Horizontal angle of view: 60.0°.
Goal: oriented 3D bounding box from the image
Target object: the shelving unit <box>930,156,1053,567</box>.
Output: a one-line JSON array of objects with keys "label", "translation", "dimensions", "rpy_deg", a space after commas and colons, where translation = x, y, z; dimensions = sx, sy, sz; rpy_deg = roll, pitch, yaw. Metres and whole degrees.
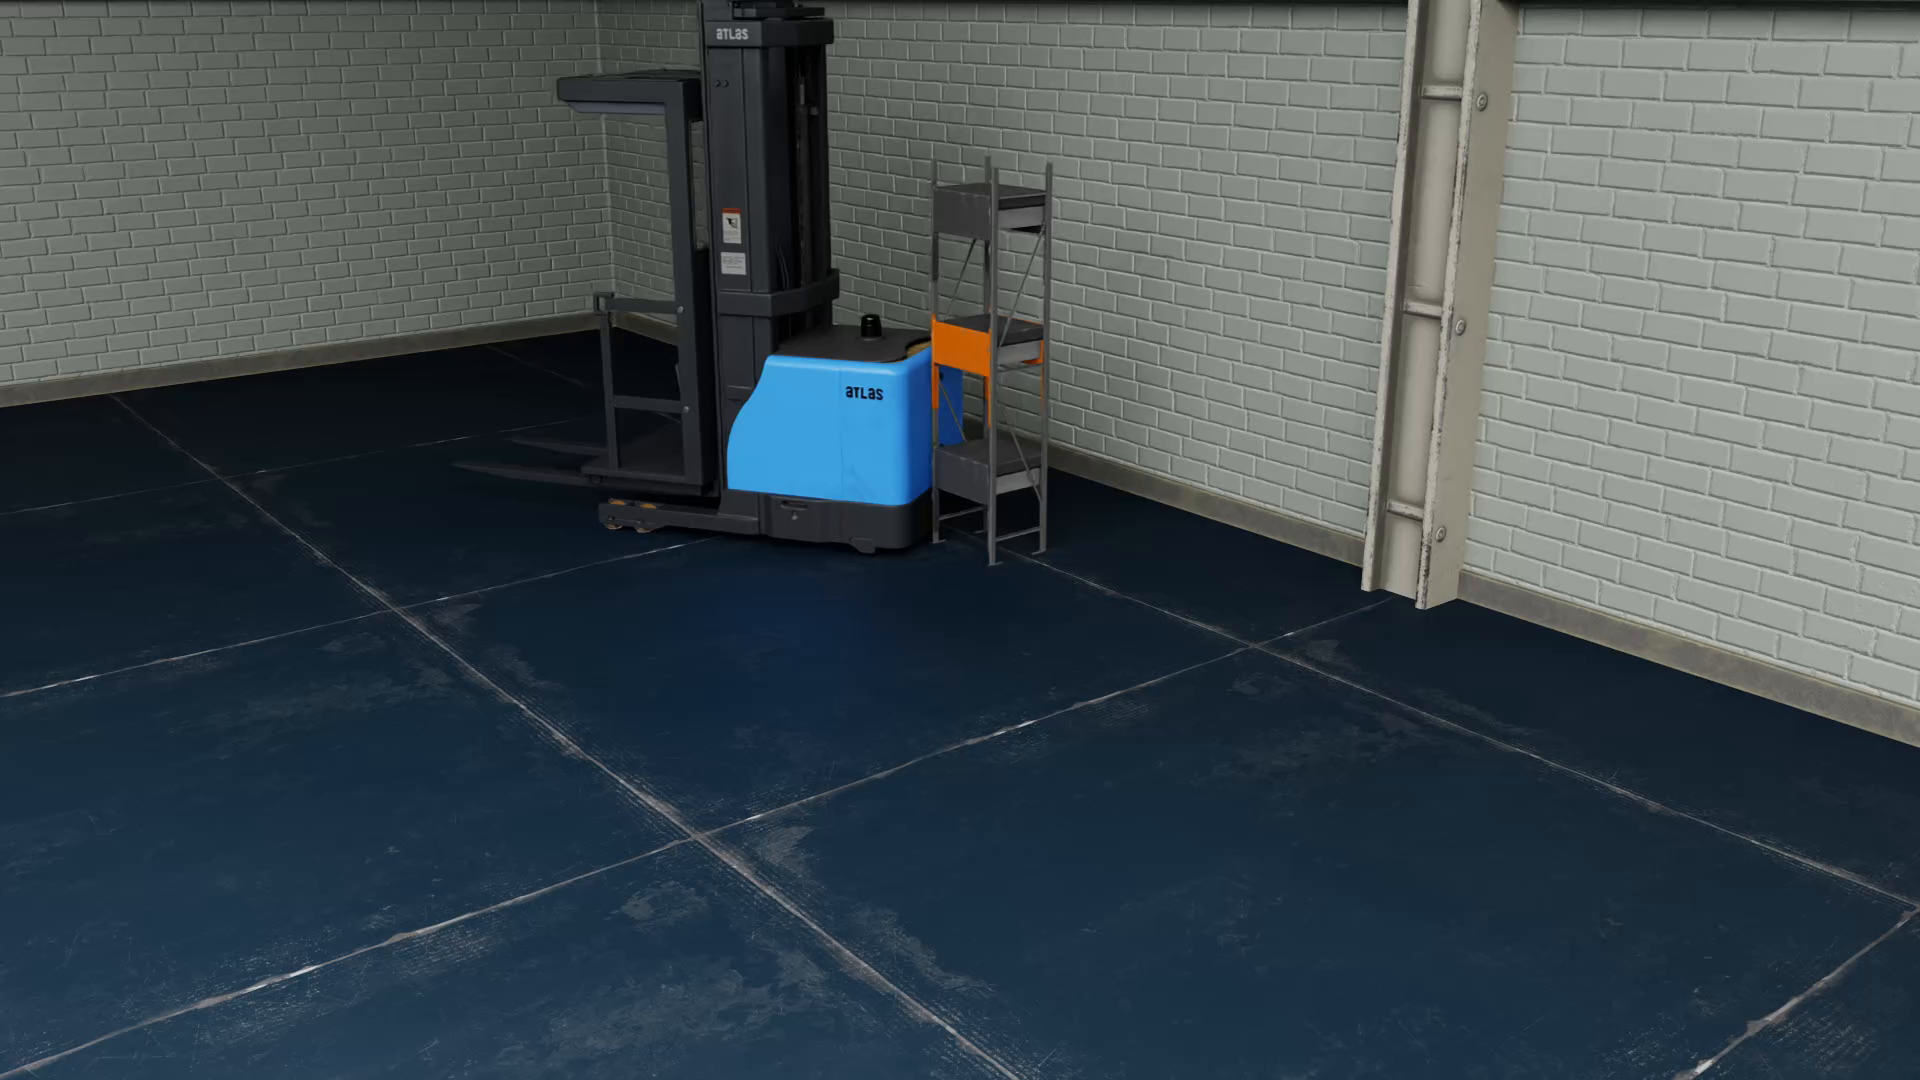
[{"label": "shelving unit", "translation": [0.160, -0.951, 8.895], "dimensions": [0.431, 2.100, 0.503], "rpy_deg": [-14, 23, -37]}]

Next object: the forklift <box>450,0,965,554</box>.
[{"label": "forklift", "translation": [-1.545, -1.579, 9.467], "dimensions": [3.031, 2.935, 1.130], "rpy_deg": [6, 19, 18]}]

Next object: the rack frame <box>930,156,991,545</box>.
[{"label": "rack frame", "translation": [0.006, -1.011, 9.074], "dimensions": [0.400, 2.100, 0.015], "rpy_deg": [-14, 23, -37]}]

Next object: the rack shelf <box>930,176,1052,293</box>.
[{"label": "rack shelf", "translation": [0.160, -1.603, 8.679], "dimensions": [0.431, 0.518, 0.480], "rpy_deg": [-14, 23, -37]}]

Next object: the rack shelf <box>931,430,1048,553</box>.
[{"label": "rack shelf", "translation": [0.160, -0.274, 9.119], "dimensions": [0.431, 0.518, 0.480], "rpy_deg": [-14, 23, -37]}]

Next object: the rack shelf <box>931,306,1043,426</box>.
[{"label": "rack shelf", "translation": [0.160, -0.938, 8.899], "dimensions": [0.431, 0.518, 0.480], "rpy_deg": [-14, 23, -37]}]

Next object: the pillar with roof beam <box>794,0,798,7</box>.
[{"label": "pillar with roof beam", "translation": [-4.786, -4.640, 9.059], "dimensions": [9.100, 9.000, 0.400], "rpy_deg": [-14, 23, -36]}]

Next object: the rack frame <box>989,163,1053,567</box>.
[{"label": "rack frame", "translation": [0.315, -0.892, 8.716], "dimensions": [0.400, 2.100, 0.015], "rpy_deg": [-14, 23, -37]}]

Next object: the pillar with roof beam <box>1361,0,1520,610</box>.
[{"label": "pillar with roof beam", "translation": [-1.061, -3.161, 4.594], "dimensions": [9.100, 9.000, 0.400], "rpy_deg": [-14, 23, -36]}]
